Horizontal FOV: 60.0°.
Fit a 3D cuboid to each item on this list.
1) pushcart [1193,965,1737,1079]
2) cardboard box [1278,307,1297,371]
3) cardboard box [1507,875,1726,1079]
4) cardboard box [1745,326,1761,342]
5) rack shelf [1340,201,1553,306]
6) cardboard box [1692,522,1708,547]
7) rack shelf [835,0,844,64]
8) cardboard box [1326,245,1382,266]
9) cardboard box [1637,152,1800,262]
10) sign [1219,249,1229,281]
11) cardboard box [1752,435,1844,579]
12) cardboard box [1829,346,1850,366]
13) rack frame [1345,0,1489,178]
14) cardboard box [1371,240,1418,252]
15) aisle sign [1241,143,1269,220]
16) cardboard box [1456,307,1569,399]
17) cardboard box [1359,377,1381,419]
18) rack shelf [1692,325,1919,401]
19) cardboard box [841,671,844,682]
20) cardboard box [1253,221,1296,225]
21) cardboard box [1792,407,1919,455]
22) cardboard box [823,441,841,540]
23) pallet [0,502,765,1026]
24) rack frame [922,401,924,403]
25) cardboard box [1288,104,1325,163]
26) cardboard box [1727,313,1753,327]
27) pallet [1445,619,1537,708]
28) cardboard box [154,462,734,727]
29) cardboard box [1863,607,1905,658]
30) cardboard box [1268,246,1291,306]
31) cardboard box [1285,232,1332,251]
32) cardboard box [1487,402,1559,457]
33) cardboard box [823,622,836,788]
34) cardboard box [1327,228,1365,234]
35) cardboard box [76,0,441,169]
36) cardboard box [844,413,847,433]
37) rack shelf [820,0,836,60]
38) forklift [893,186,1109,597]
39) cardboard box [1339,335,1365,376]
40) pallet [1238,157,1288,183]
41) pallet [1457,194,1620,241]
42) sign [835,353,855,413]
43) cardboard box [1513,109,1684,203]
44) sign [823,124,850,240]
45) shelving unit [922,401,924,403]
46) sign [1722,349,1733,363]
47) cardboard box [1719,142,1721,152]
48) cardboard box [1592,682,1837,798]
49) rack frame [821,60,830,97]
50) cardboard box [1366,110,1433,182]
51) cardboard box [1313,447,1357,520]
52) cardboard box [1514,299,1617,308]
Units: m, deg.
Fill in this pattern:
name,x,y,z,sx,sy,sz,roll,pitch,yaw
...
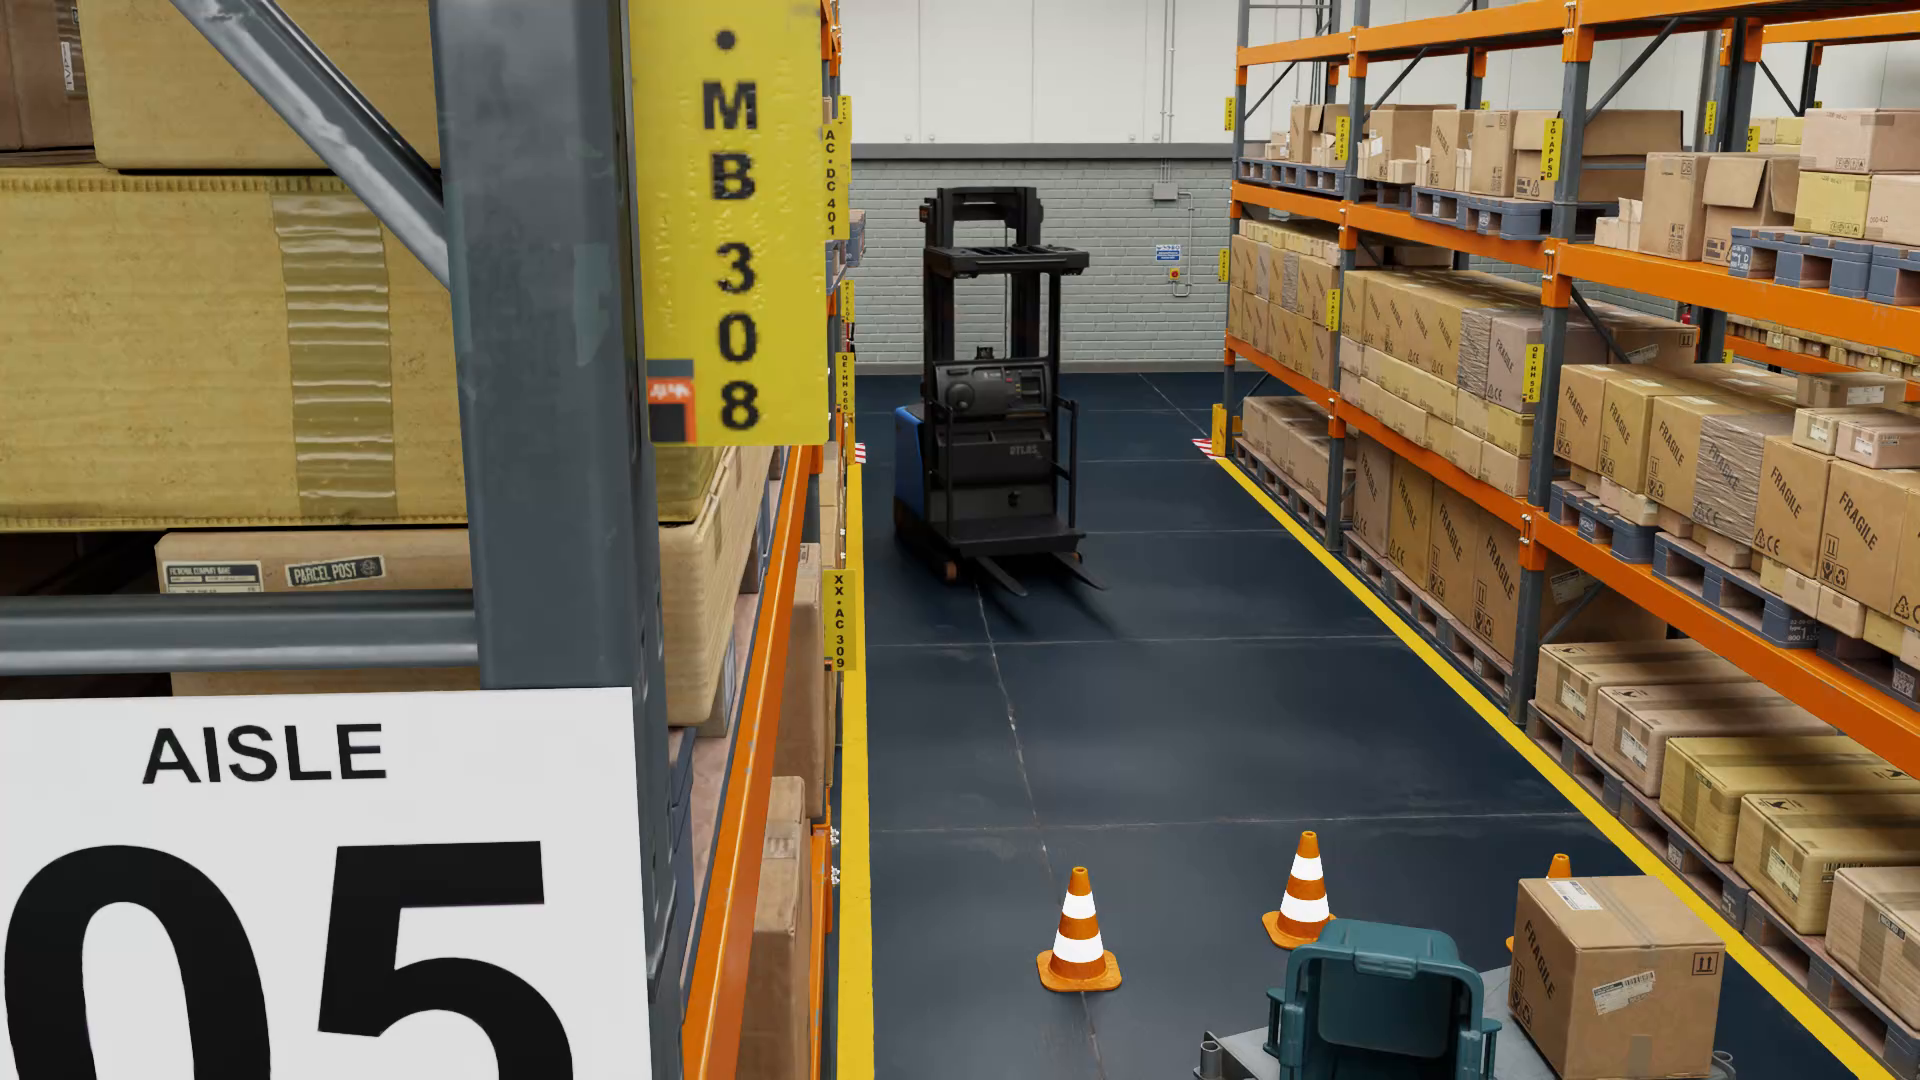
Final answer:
name,x,y,z,sx,sy,sz,roll,pitch,yaw
pushcart,1.736,1.932,5.761,1.648,0.377,0.936,-6,16,-23
cardboard box,3.146,-1.788,14.755,0.500,0.500,0.500,-1,14,-4
cardboard box,2.234,1.493,5.701,0.500,0.500,0.500,-1,14,-3
cardboard box,8.033,-2.049,16.474,0.380,0.149,0.250,0,14,-2
rack shelf,3.637,-1.982,11.135,1.077,0.370,4.000,-1,14,-3
cardboard box,3.696,-0.042,7.831,0.380,0.149,0.250,0,14,-1
rack shelf,-1.545,-4.327,14.233,1.077,0.370,4.000,-1,14,-3
cardboard box,3.176,-2.294,13.413,0.380,0.149,0.250,-1,14,-5
cardboard box,3.809,-1.646,8.183,0.700,0.500,0.500,-1,14,-3
sign,2.711,-2.821,17.074,0.100,0.325,0.005,-1,14,-3
cardboard box,3.693,-0.145,6.929,0.500,0.500,0.500,0,14,-2
cardboard box,8.084,-1.664,14.979,0.380,0.149,0.250,-1,14,-4
rack frame,3.513,-4.281,12.605,1.000,3.000,0.127,-1,14,-3
cardboard box,3.662,-2.431,13.947,0.380,0.149,0.250,-1,14,-4
aisle sign,2.971,-3.643,16.947,0.394,0.787,0.004,-1,14,-3
cardboard box,3.428,-1.165,10.328,0.500,0.500,0.500,-1,14,-2
cardboard box,3.310,-1.061,12.430,0.500,0.250,0.500,-1,14,-5
rack shelf,8.343,-1.602,15.677,1.077,0.370,4.000,-1,14,-3
cardboard box,-0.963,0.548,10.050,0.500,0.500,0.500,-2,15,-6
cardboard box,3.098,-3.060,16.392,0.380,0.149,0.250,-1,14,-2
cardboard box,3.658,-0.446,6.799,0.380,0.149,0.250,-2,15,-6
cardboard box,-0.878,-0.220,8.660,0.500,0.500,0.500,-1,14,-3
pallet,-0.734,0.116,1.712,1.003,0.211,1.213,-1,14,-3
rack frame,-0.237,-0.707,14.667,0.200,1.050,0.008,-4,15,-15
cardboard box,3.240,-3.619,14.810,0.500,0.500,0.500,-1,14,-2
cardboard box,8.010,-2.277,16.560,0.500,0.250,0.500,-1,14,-3
pallet,3.787,0.773,10.600,1.003,0.211,1.213,-1,14,-3
cardboard box,-0.379,0.037,1.302,0.380,0.149,0.250,-1,14,-3
cardboard box,3.702,0.343,6.335,0.380,0.149,0.250,-1,14,-5
cardboard box,3.121,-2.399,15.122,0.500,0.500,0.500,-1,14,-3
cardboard box,3.130,-2.674,14.889,0.380,0.149,0.250,-1,14,-3
cardboard box,3.477,-0.667,9.895,0.500,0.250,0.500,-1,14,-4
cardboard box,-0.690,0.532,5.737,0.500,0.500,0.500,-1,14,-3
cardboard box,3.621,-2.814,15.436,0.380,0.149,0.250,-1,14,-2
cardboard box,-0.381,-0.346,1.194,0.380,0.149,0.250,-1,14,-3
cardboard box,-1.282,-1.126,16.067,0.380,0.149,0.250,-1,14,-5
rack shelf,-1.050,-2.145,6.550,1.077,0.370,4.000,-1,14,-3
forklift,0.322,-1.200,12.808,1.130,2.935,3.031,-4,15,-15
cardboard box,3.259,-1.431,12.867,0.500,0.250,0.500,-1,14,-5
pallet,3.321,-3.596,16.140,1.003,0.211,1.213,-1,14,-3
pallet,3.668,-1.901,9.755,1.213,0.211,1.003,0,14,-1
sign,-0.620,-0.849,8.984,0.100,0.325,0.005,-1,14,-3
cardboard box,3.587,-2.178,9.402,0.797,0.503,0.637,-2,15,-7
sign,-0.372,-1.035,4.812,0.100,0.325,0.005,-1,14,-3
shelving unit,-0.203,-0.678,14.554,0.215,1.050,0.252,-4,15,-15
sign,4.302,-0.914,9.393,0.100,0.325,0.005,-1,14,-3
cardboard box,7.974,-3.857,16.683,0.500,0.250,0.500,-1,14,-4
cardboard box,3.839,1.013,8.502,0.950,0.372,0.625,-1,14,-5
rack frame,-1.174,-3.184,8.344,1.000,3.000,0.127,-1,14,-3
cardboard box,3.278,-2.856,12.045,0.500,0.500,0.500,-1,14,-4
cardboard box,3.581,-0.496,14.233,0.875,0.438,0.875,-1,14,-4
cardboard box,3.917,-1.292,10.820,0.500,0.500,0.500,0,14,-2
